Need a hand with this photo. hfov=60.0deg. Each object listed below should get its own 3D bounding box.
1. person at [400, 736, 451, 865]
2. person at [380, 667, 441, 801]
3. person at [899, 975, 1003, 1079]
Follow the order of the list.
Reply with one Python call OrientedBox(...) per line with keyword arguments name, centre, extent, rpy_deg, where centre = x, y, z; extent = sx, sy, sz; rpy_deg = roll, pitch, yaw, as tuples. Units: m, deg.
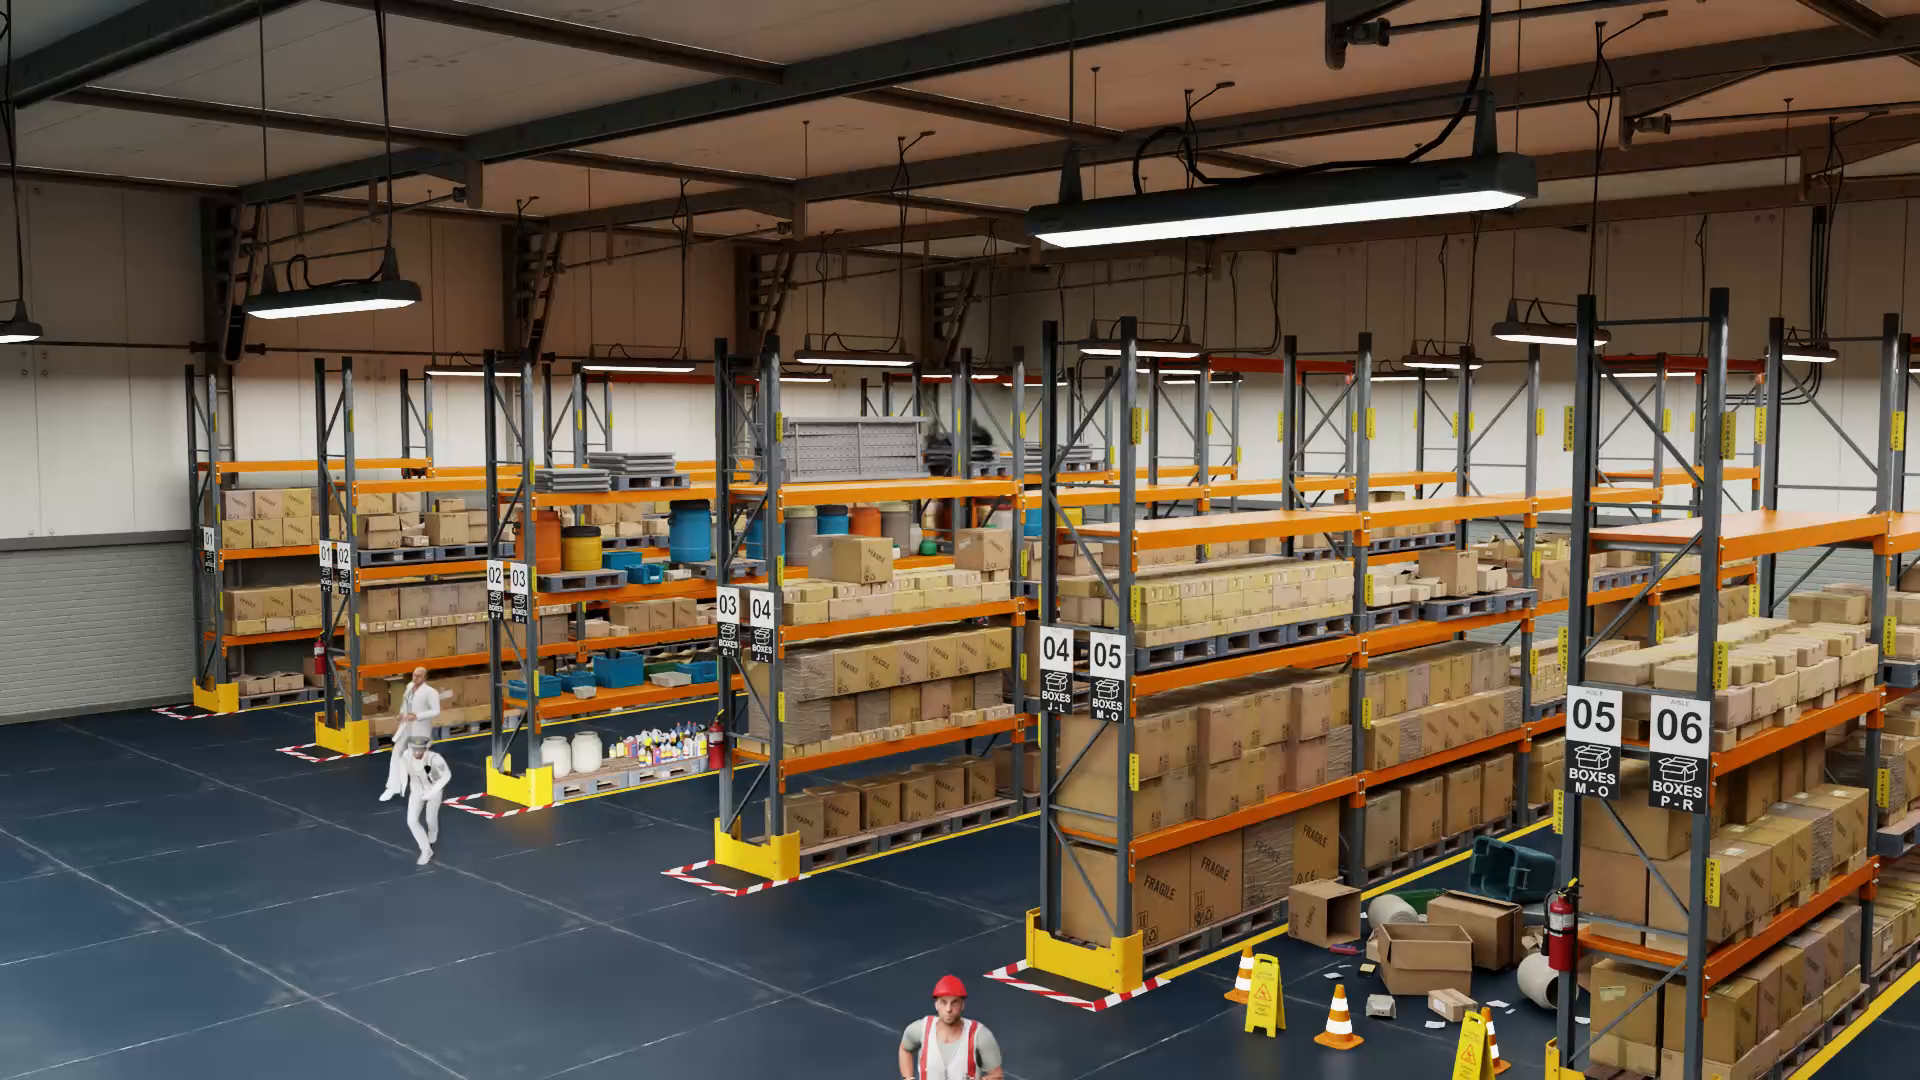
OrientedBox(name="person", centre=(-6.188, 2.954, 19.382), extent=(0.623, 1.513, 1.055), rpy_deg=(0, 4, -2))
OrientedBox(name="person", centre=(-7.291, 2.572, 22.399), extent=(0.736, 1.756, 1.011), rpy_deg=(2, 5, 23))
OrientedBox(name="person", centre=(-0.060, 3.500, 9.963), extent=(0.640, 1.824, 0.813), rpy_deg=(0, 4, 3))
